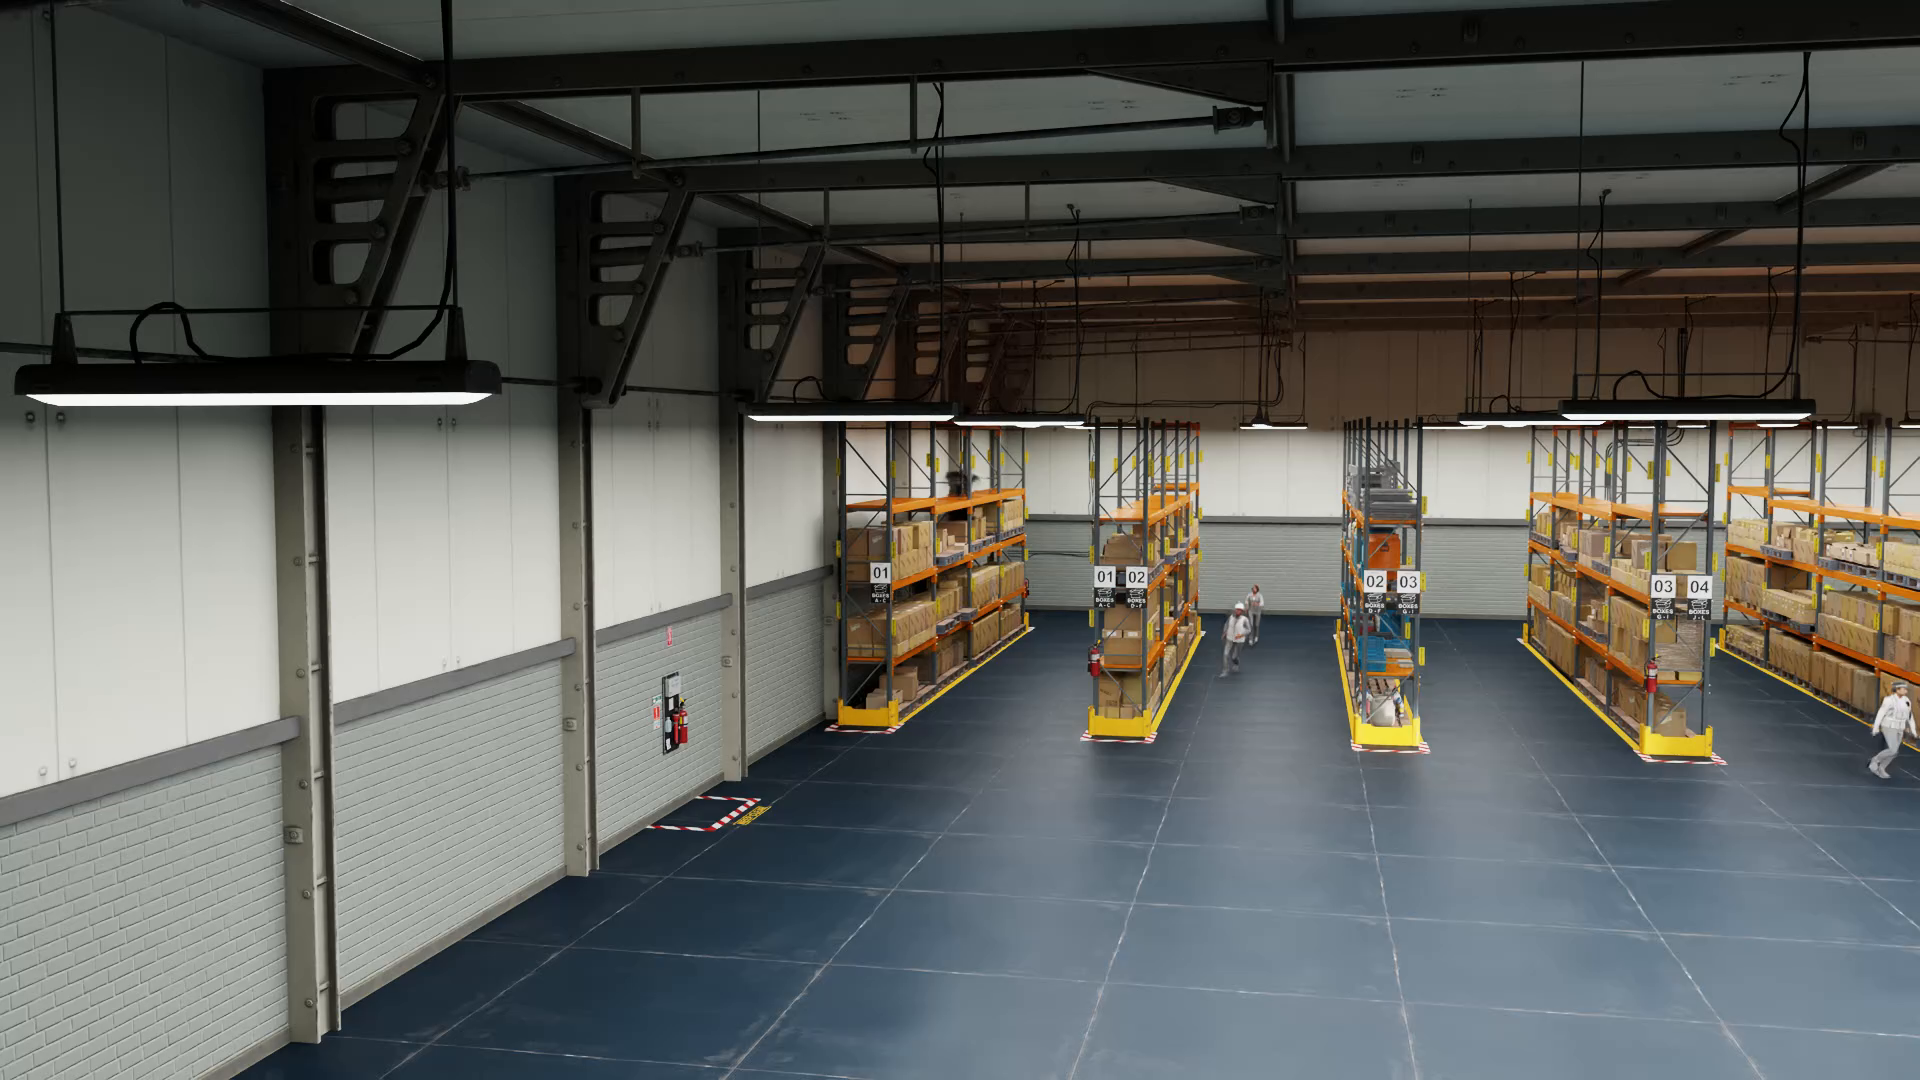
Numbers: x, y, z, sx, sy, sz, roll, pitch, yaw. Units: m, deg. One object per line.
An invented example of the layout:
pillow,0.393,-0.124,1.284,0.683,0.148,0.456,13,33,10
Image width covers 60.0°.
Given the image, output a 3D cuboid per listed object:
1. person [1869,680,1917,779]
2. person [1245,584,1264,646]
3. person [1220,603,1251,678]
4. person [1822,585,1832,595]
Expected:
person,15.406,3.122,27.451,0.600,1.658,0.538,-1,4,-18
person,7.935,2.020,44.831,0.493,1.640,0.717,1,4,10
person,6.474,2.331,38.908,0.698,1.728,0.853,2,4,26
person,22.620,2.053,43.367,0.701,1.761,0.825,-2,4,-23
